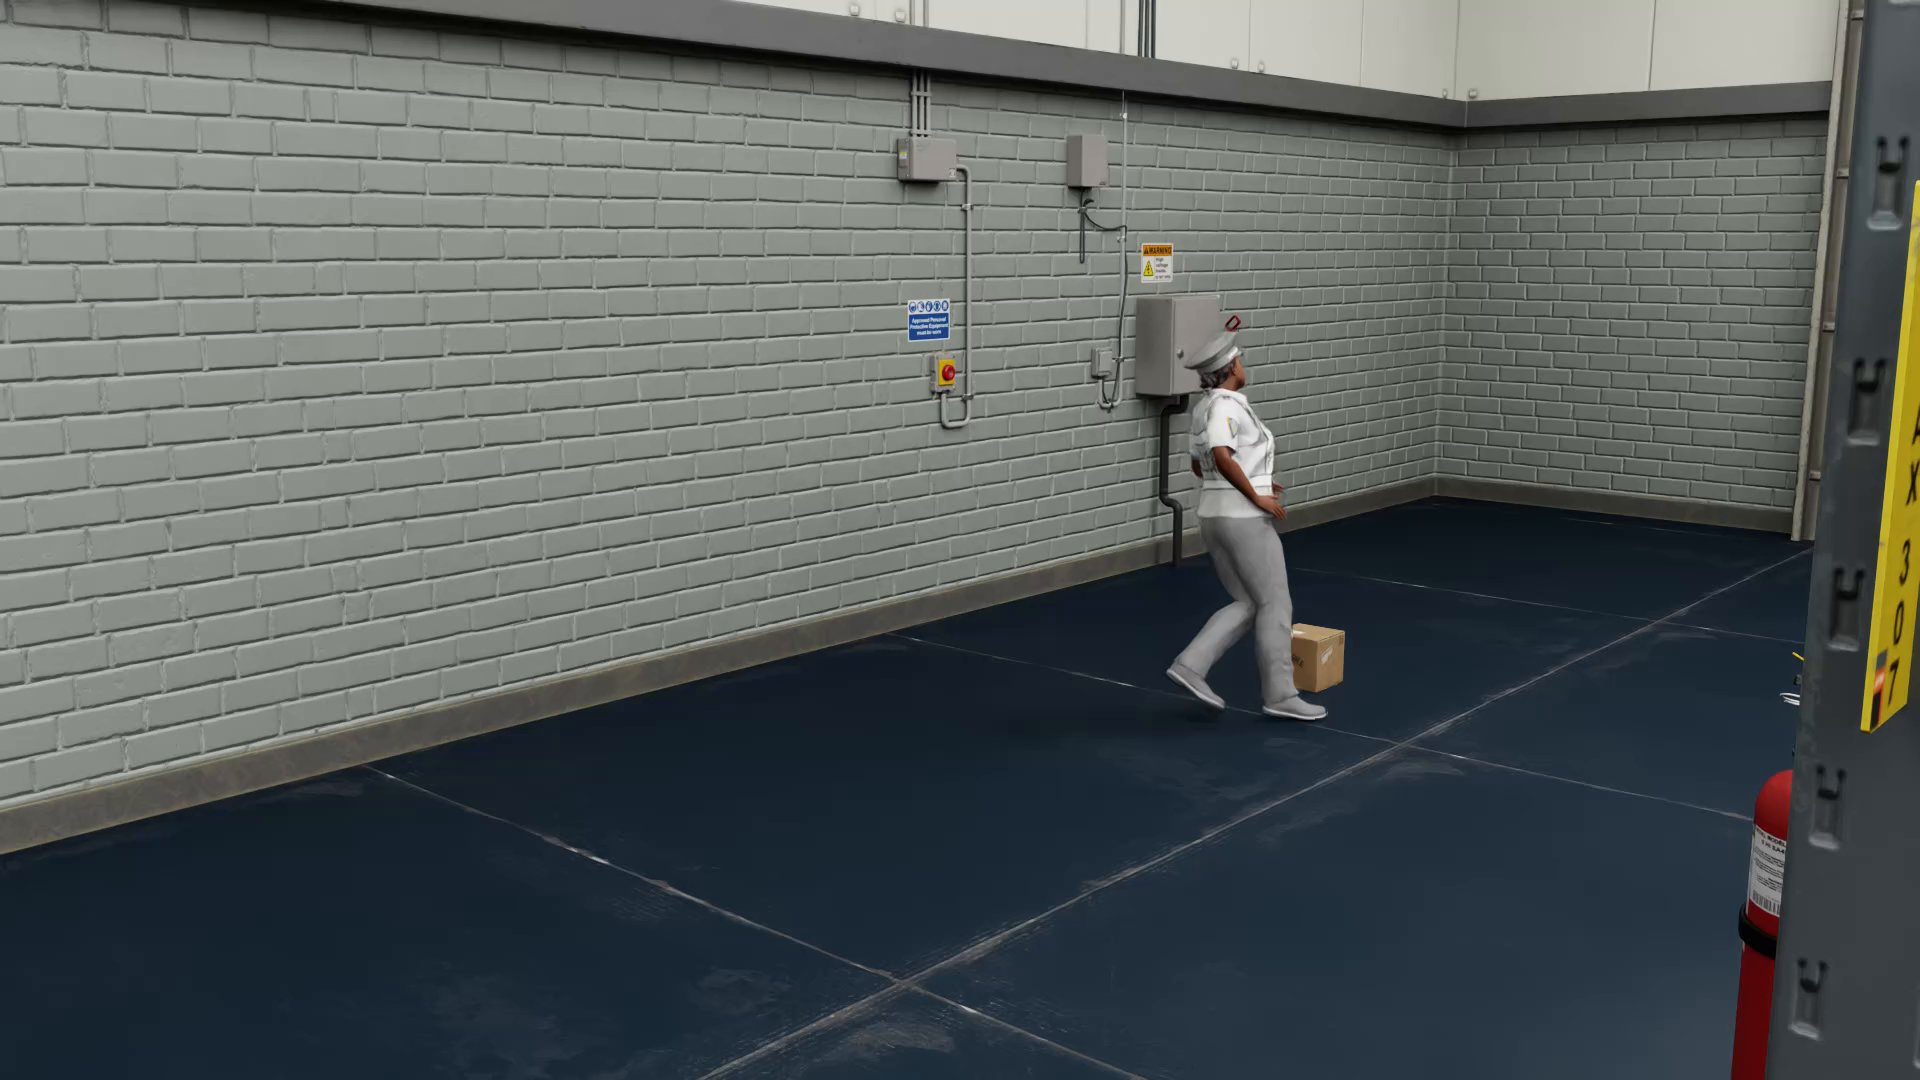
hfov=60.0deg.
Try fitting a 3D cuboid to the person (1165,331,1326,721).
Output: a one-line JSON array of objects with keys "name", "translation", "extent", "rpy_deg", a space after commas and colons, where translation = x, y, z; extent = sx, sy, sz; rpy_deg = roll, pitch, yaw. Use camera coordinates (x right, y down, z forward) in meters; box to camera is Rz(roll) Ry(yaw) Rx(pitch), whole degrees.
[{"name": "person", "translation": [1.230, -0.072, 7.306], "extent": [0.672, 1.671, 0.606], "rpy_deg": [-2, 11, -12]}]
